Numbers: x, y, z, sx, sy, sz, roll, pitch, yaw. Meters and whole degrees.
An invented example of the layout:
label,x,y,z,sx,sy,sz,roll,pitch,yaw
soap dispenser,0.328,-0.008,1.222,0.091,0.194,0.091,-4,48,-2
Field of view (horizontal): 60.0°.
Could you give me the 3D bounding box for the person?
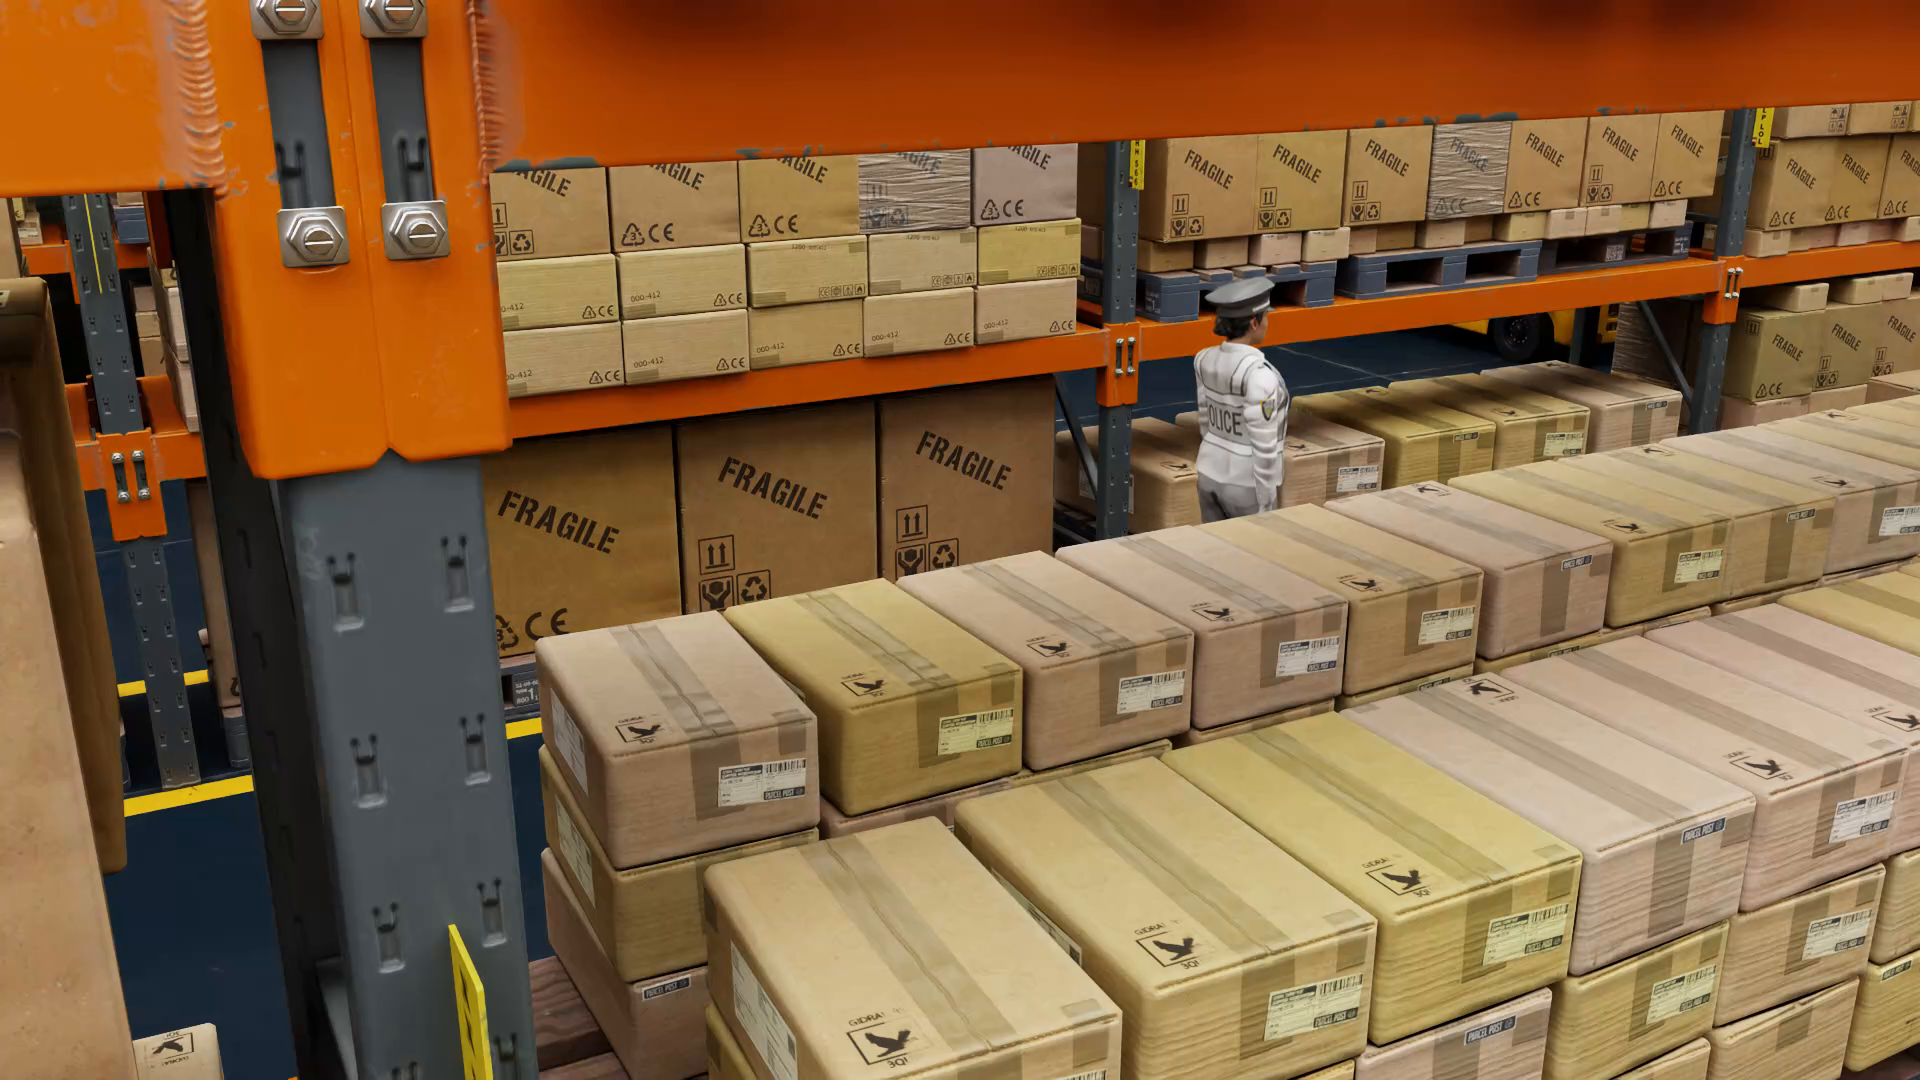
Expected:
label,x,y,z,sx,sy,sz,roll,pitch,yaw
person,1.114,-0.204,6.631,0.345,1.685,0.473,-9,21,-26
